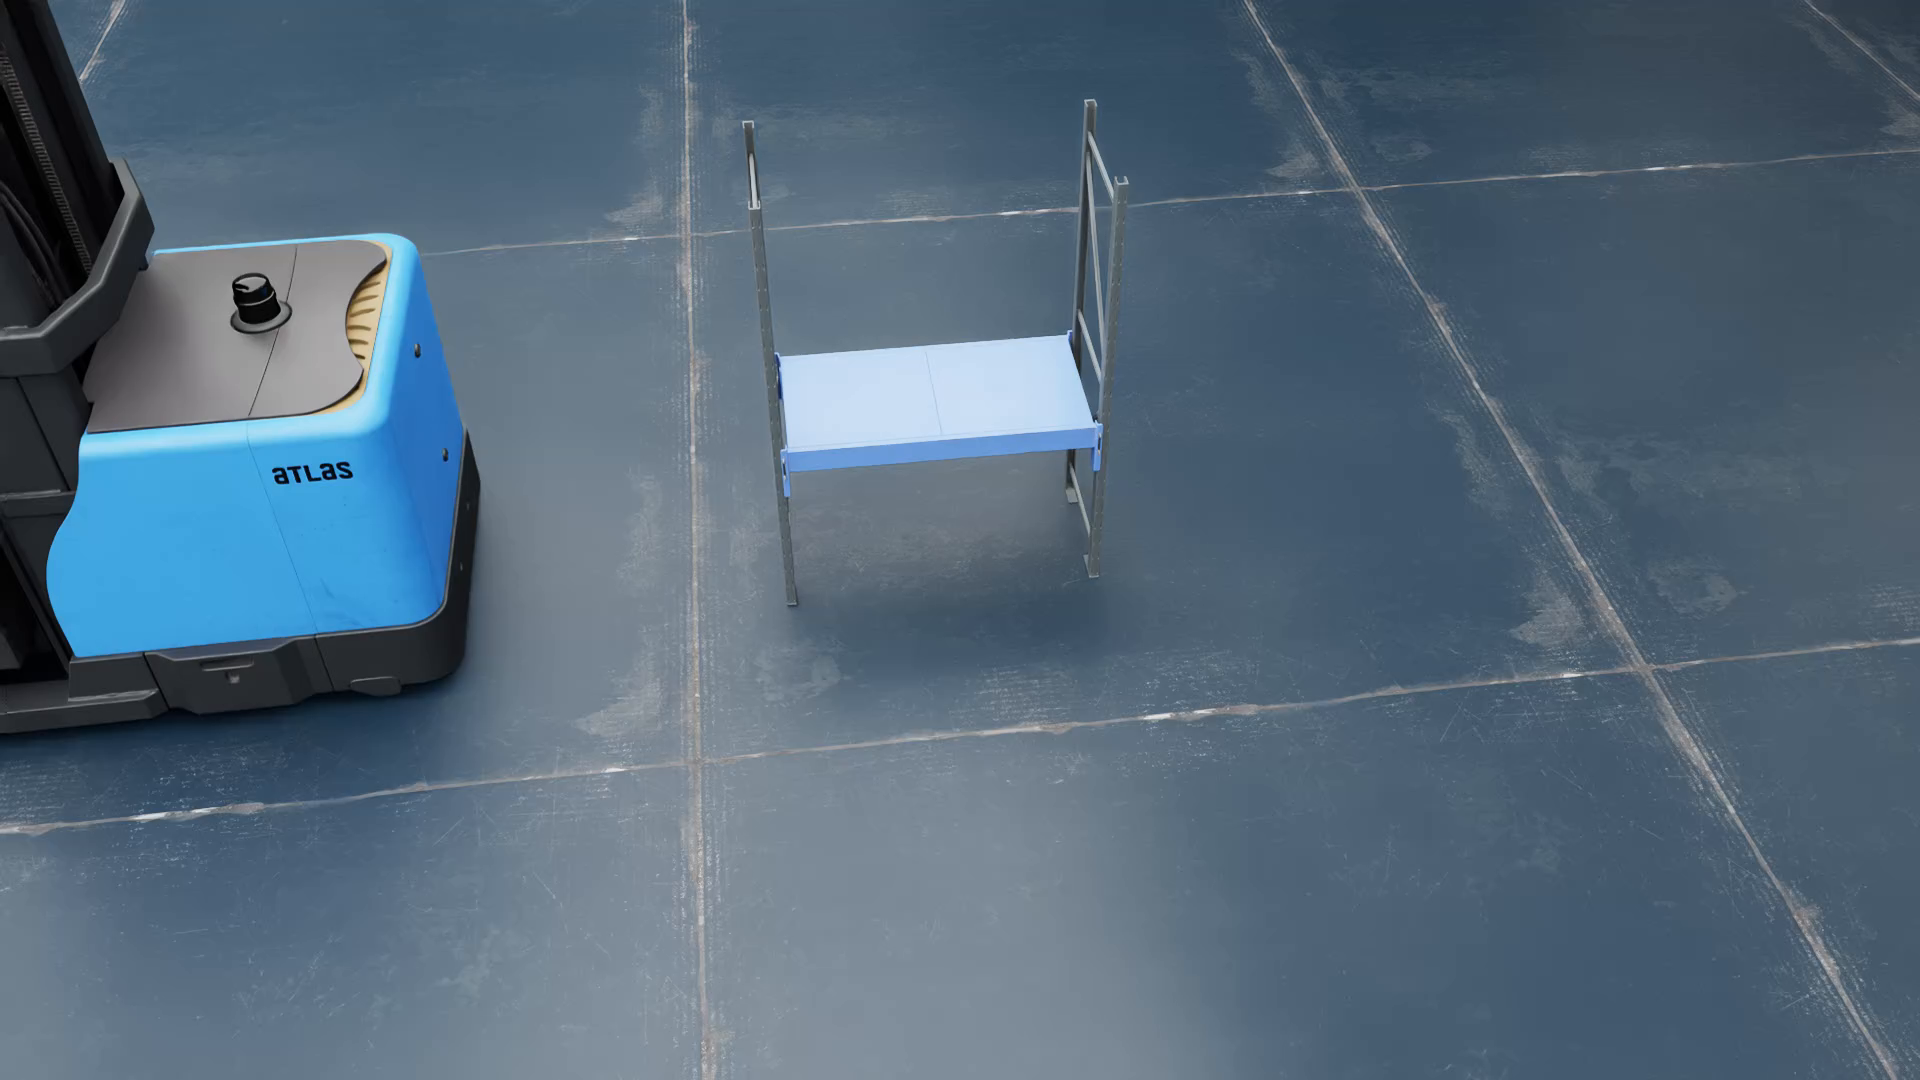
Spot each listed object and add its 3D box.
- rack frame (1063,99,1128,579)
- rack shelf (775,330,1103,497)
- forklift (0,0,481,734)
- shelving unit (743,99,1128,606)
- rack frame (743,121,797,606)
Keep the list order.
[{"bbox_3d":[0.419,-0.594,5.288,0.032,1.500,0.500,-5,42,-6],"label":"rack frame"},{"bbox_3d":[-0.085,-0.416,5.360,1.000,0.185,0.538,-5,42,-6],"label":"rack shelf"},{"bbox_3d":[-3.127,-0.805,4.454,3.031,2.935,1.130,-6,42,-6],"label":"forklift"},{"bbox_3d":[-0.085,-0.549,5.239,1.048,1.500,0.538,-5,42,-6],"label":"shelving unit"},{"bbox_3d":[-0.589,-0.505,5.190,0.032,1.500,0.500,-5,42,-6],"label":"rack frame"}]
